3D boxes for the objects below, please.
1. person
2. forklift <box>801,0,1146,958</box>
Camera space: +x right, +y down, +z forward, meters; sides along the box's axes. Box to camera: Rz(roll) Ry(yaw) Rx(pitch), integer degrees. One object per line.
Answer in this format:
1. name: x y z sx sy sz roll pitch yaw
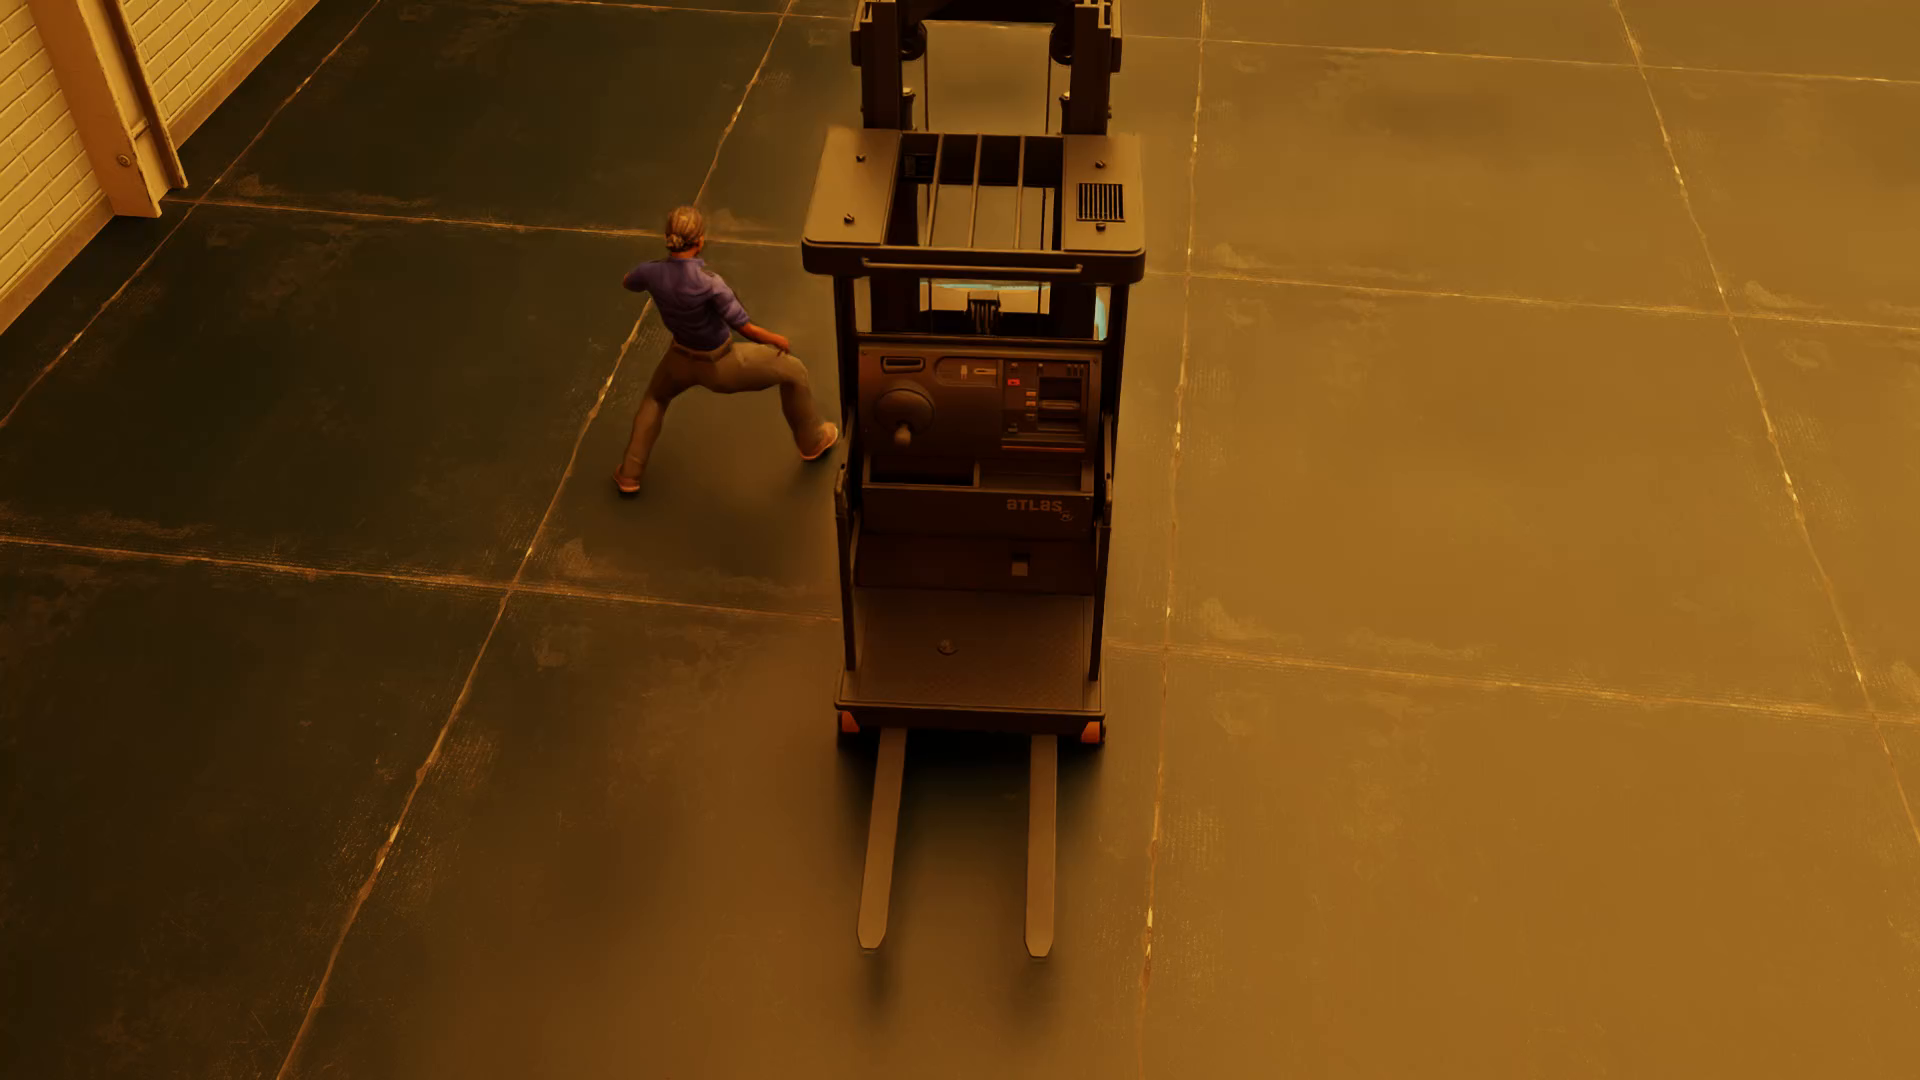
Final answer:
1. person: -1.201 -0.924 7.833 0.936 1.517 0.876 18 45 18
2. forklift: 0.064 -0.460 6.225 1.130 2.935 3.031 2 43 2
